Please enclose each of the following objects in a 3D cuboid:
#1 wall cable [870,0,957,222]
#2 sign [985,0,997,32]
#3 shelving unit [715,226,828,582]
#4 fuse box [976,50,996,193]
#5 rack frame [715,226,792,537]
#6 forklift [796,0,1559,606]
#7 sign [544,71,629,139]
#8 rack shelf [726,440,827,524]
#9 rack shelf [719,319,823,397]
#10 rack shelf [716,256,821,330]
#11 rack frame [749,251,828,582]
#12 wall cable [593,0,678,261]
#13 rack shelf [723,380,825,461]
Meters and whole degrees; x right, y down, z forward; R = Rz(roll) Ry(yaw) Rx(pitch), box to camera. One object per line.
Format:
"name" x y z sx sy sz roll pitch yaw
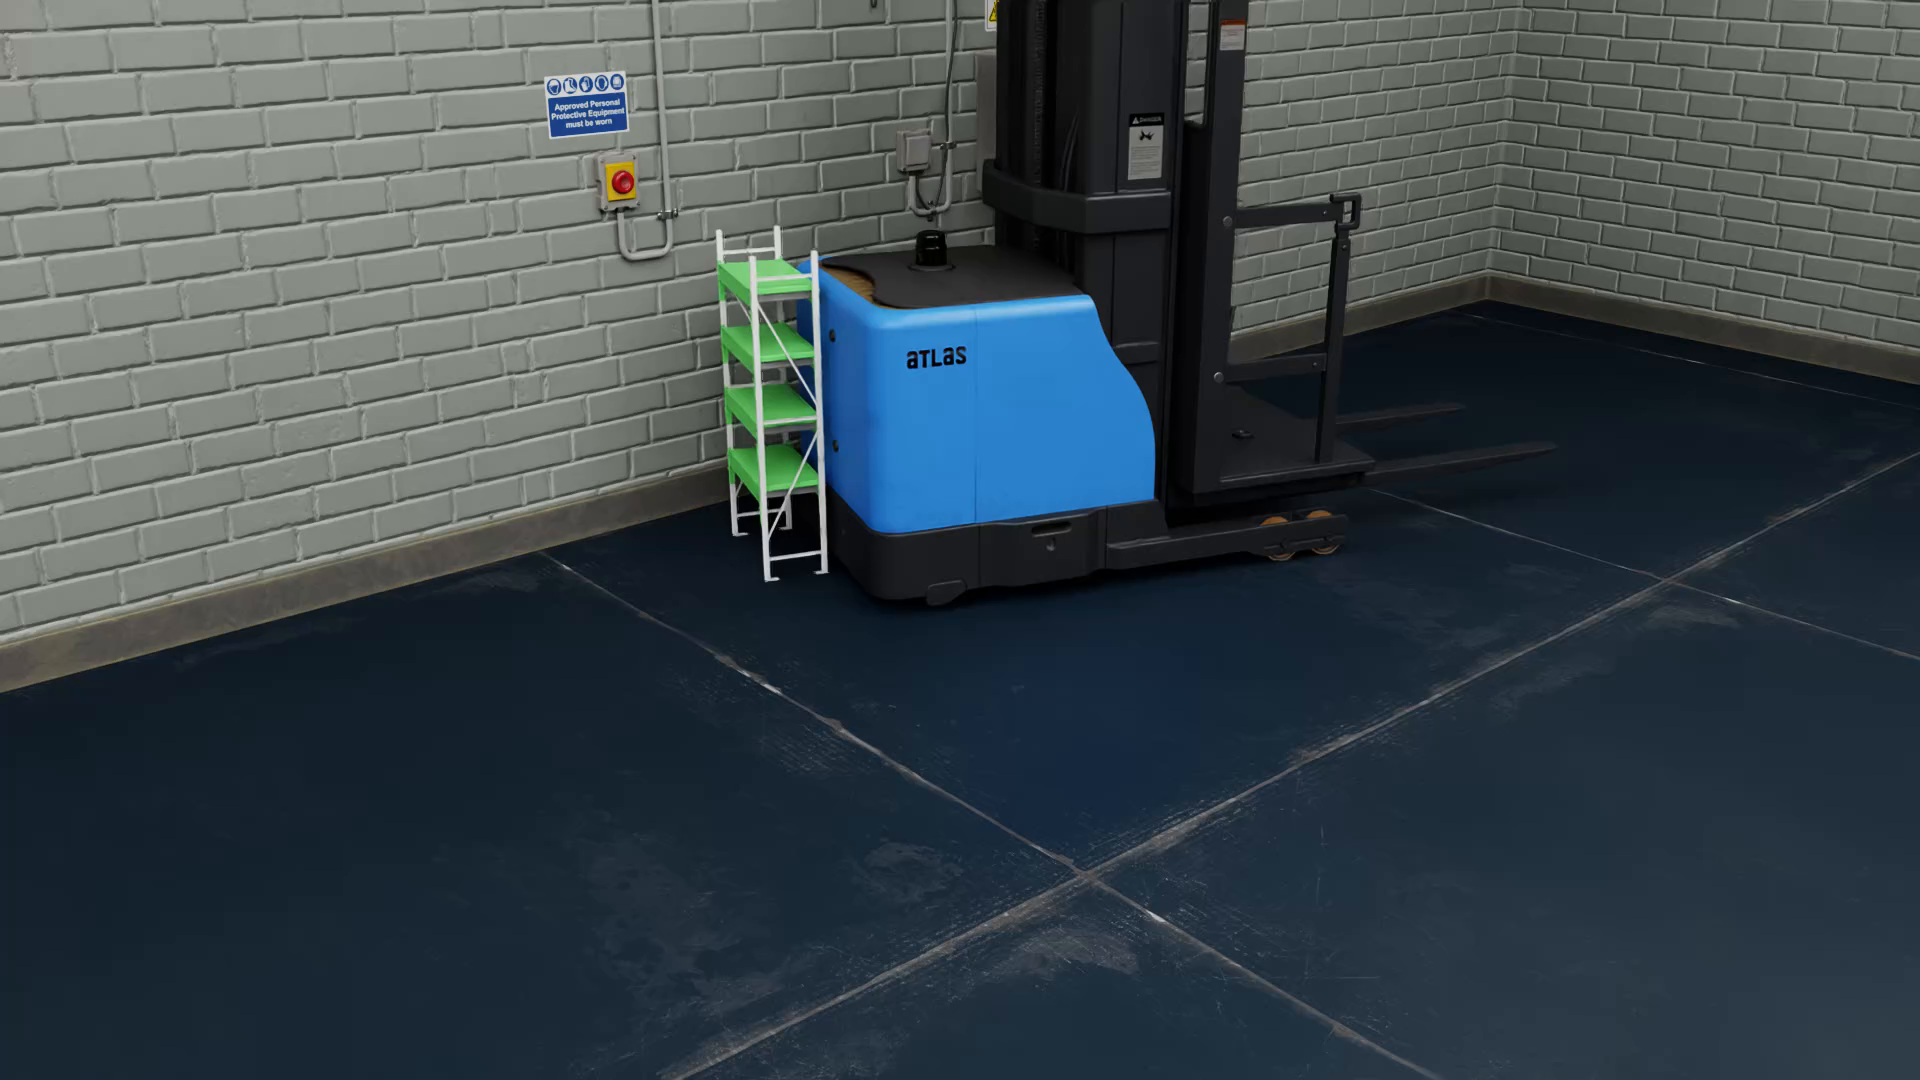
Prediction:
"wall cable" -0.208 -2.262 6.753 0.588 1.984 0.122 -17 27 -37
"sign" 0.235 -2.336 7.204 0.339 0.242 0.001 -17 27 -37
"shelving unit" -0.693 -0.507 6.131 0.258 1.200 0.503 -8 23 -20
"fuse box" 0.412 -1.308 7.477 0.539 1.711 0.414 -17 27 -37
"rack frame" -0.781 -0.590 6.344 0.240 1.200 0.015 -8 23 -20
"forklift" 0.939 -1.455 6.179 3.031 2.935 1.130 -8 23 -20
"sign" -1.351 -1.579 6.033 0.327 0.218 0.001 -17 27 -37
"rack shelf" -0.693 -0.224 6.242 0.258 0.148 0.480 -8 23 -20
"rack shelf" -0.693 -0.670 6.067 0.258 0.148 0.480 -8 23 -20
"rack shelf" -0.694 -0.894 5.980 0.258 0.148 0.480 -8 23 -20
"rack frame" -0.605 -0.423 5.919 0.240 1.200 0.015 -8 23 -20
"wall cable" -1.274 -1.936 5.877 0.585 1.953 0.123 -17 27 -37
"rack shelf" -0.693 -0.447 6.155 0.258 0.148 0.480 -8 23 -20
